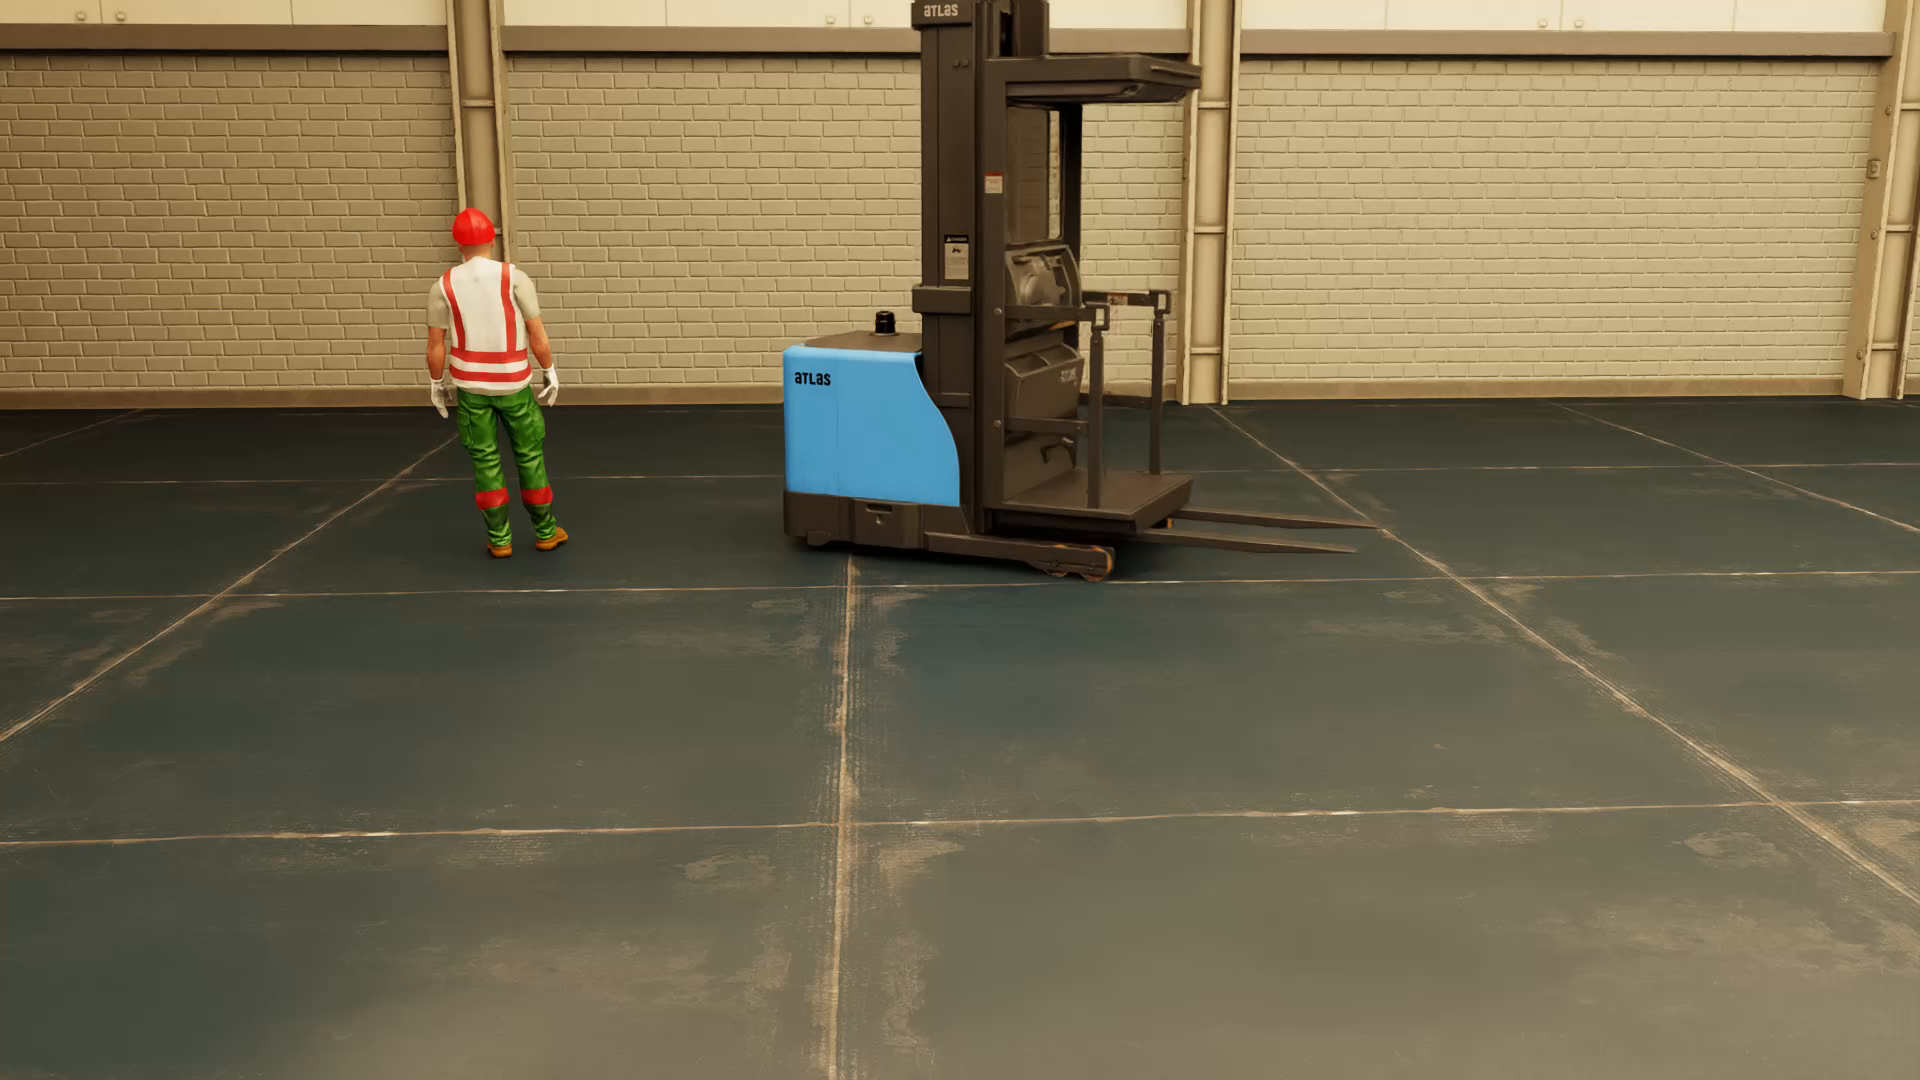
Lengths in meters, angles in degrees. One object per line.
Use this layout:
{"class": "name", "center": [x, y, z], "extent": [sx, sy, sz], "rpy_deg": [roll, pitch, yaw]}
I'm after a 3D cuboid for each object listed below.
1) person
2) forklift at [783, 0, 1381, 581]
{"class": "person", "center": [-2.403, -0.813, 8.609], "extent": [0.638, 1.786, 0.566], "rpy_deg": [-2, 13, -9]}
{"class": "forklift", "center": [0.617, -1.358, 8.463], "extent": [3.031, 2.935, 1.130], "rpy_deg": [6, 14, 23]}
